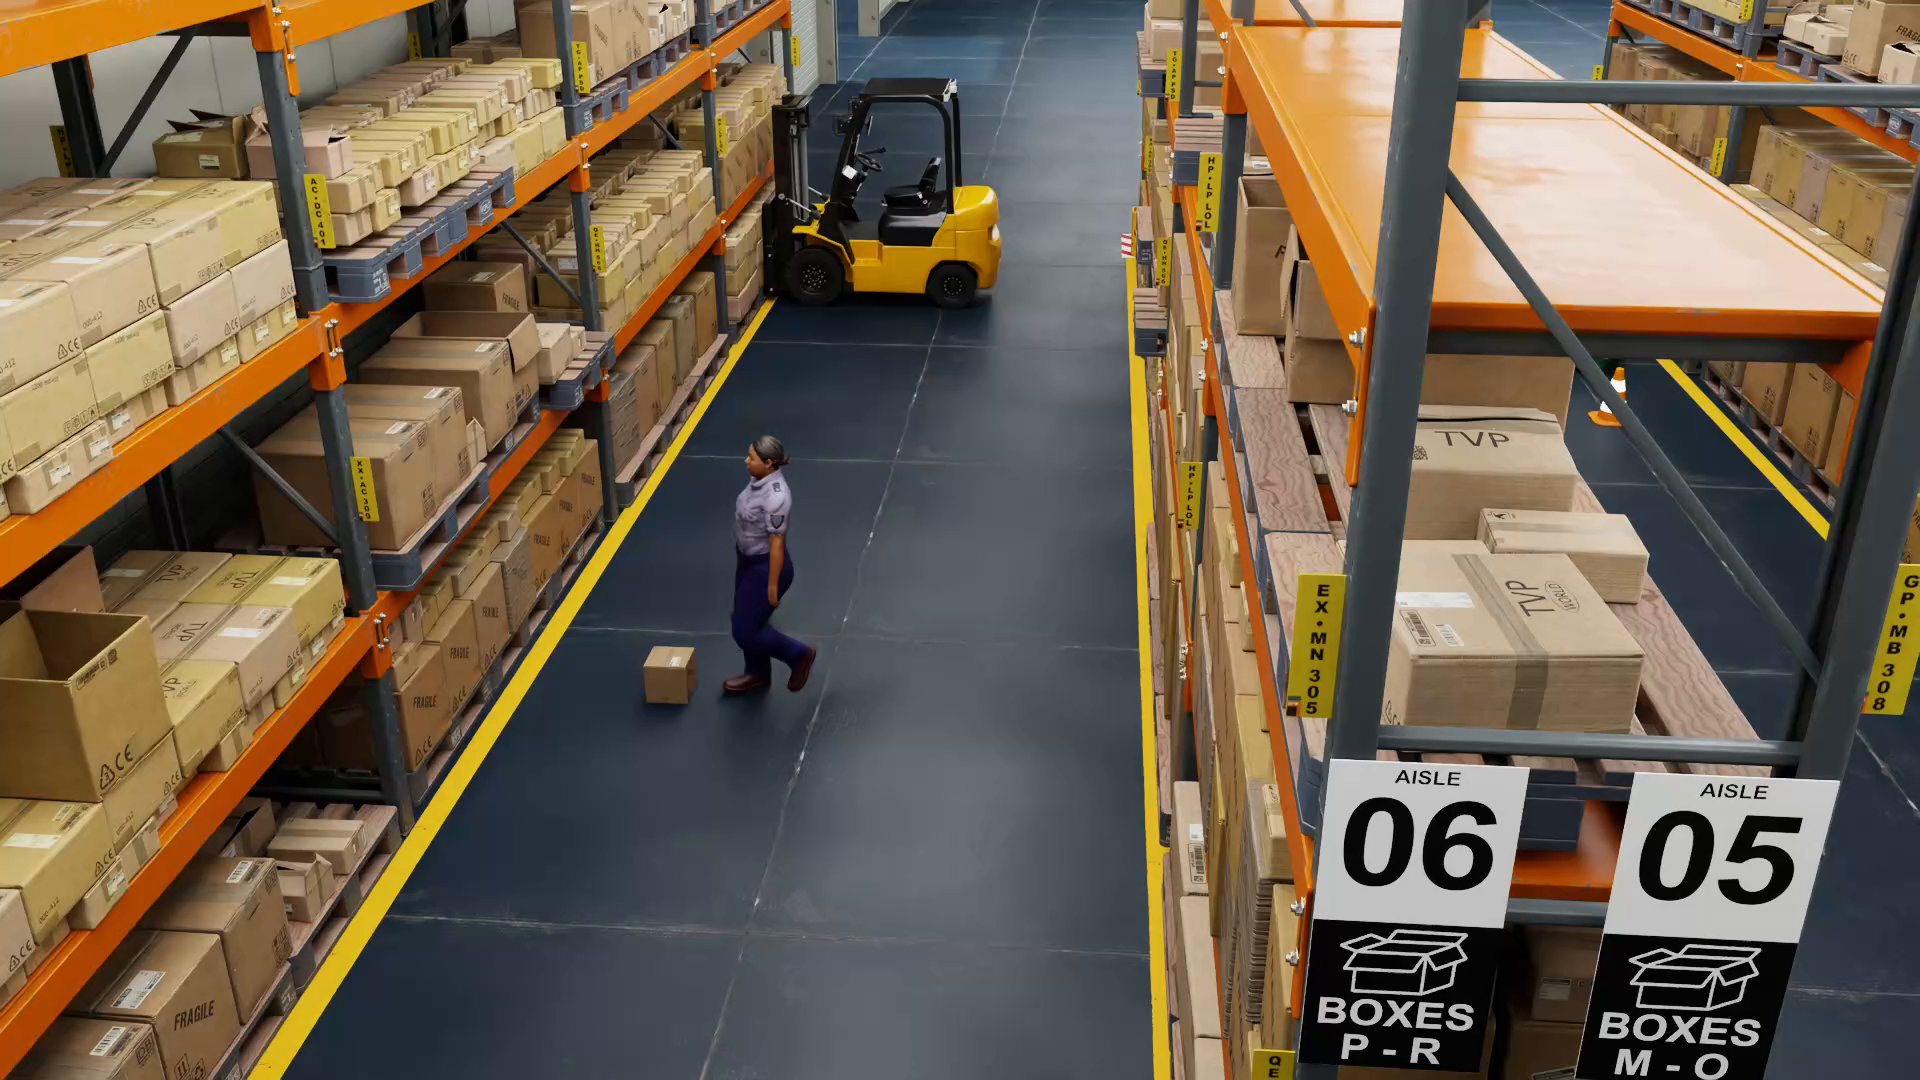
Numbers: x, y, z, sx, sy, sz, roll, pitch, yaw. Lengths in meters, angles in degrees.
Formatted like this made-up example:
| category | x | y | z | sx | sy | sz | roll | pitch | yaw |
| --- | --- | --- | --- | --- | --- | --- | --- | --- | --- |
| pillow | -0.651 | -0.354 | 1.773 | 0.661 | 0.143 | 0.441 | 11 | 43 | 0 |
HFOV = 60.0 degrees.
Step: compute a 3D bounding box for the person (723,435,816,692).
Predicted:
| category | x | y | z | sx | sy | sz | roll | pitch | yaw |
| --- | --- | --- | --- | --- | --- | --- | --- | --- | --- |
| person | -1.145 | 0.161 | 9.624 | 0.522 | 1.635 | 0.499 | -8 | 26 | -16 |
